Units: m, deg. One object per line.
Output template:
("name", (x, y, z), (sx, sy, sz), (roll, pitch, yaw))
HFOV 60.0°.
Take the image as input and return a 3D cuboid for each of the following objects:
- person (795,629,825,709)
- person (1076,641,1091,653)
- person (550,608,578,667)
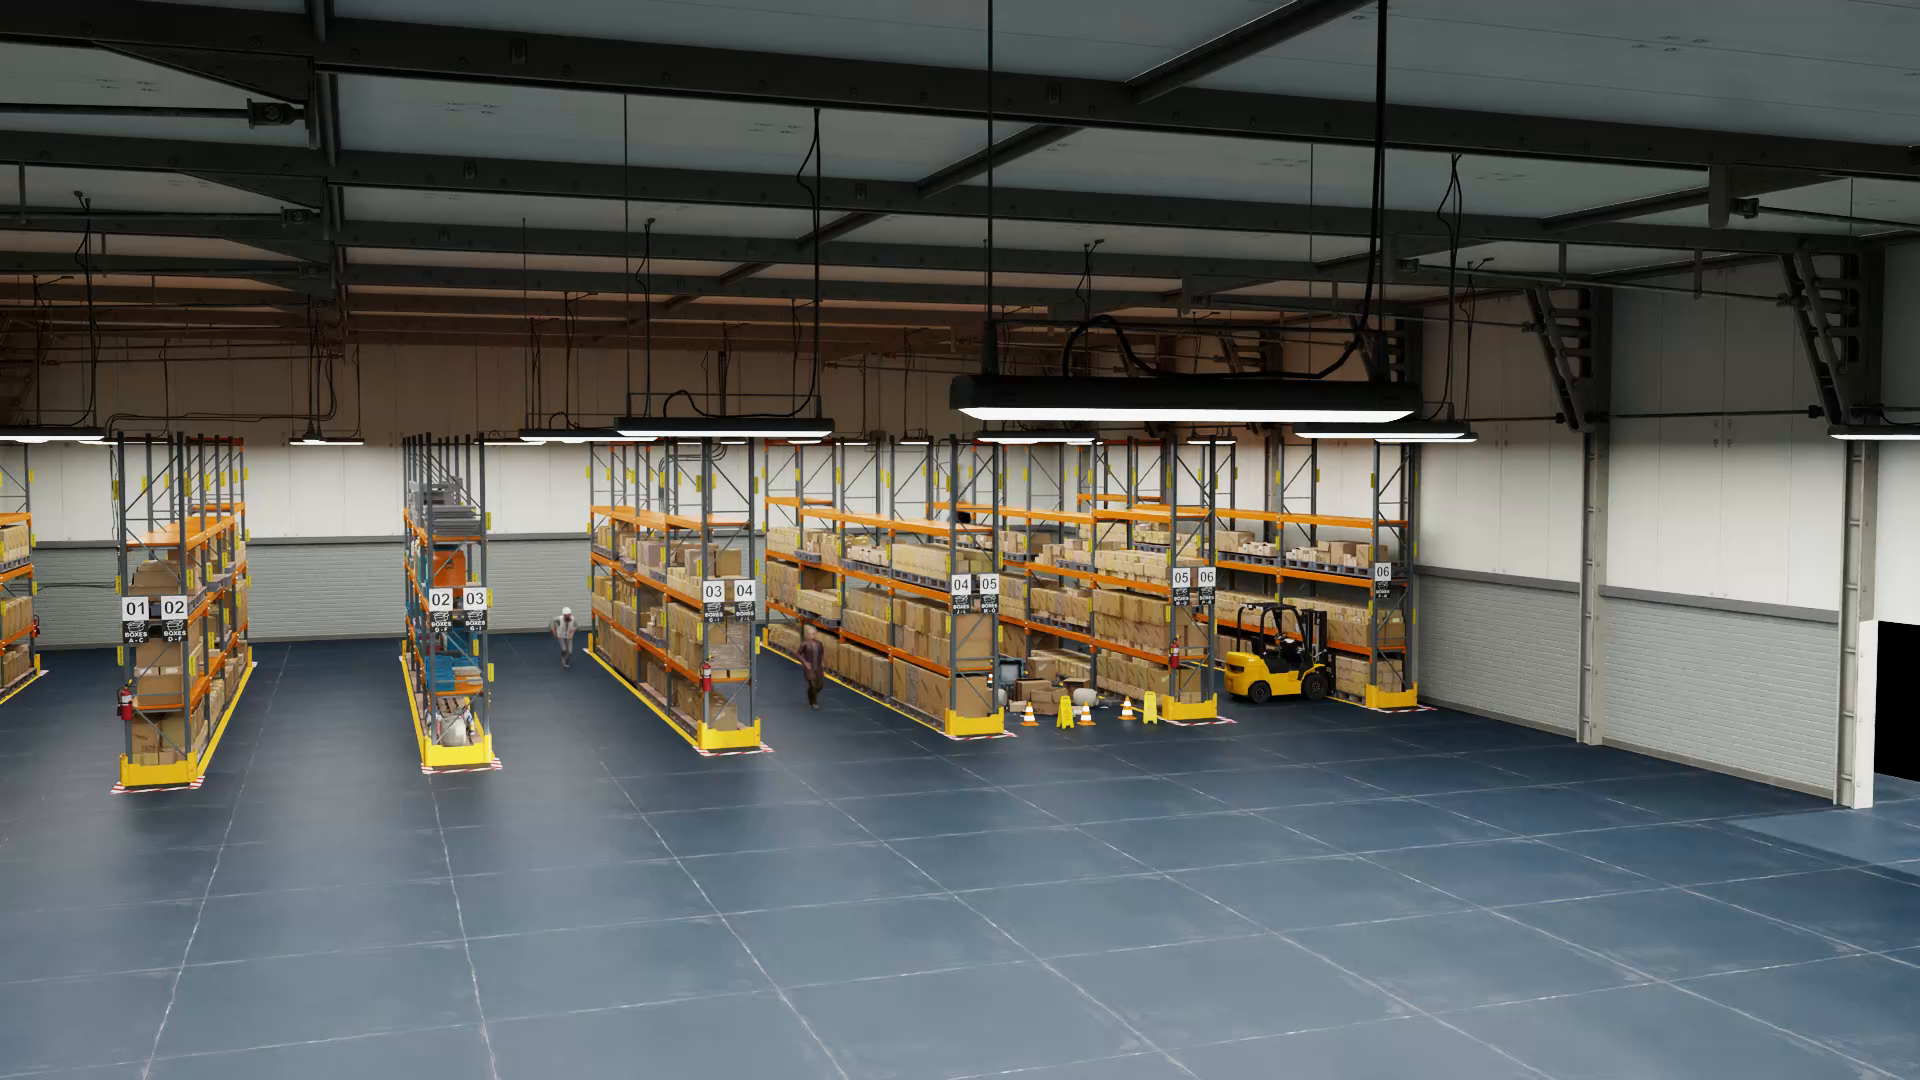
("person", (-3.281, 2.828, 36.531), (0.724, 1.743, 0.622), (-2, 4, -34))
("person", (3.477, 2.311, 46.161), (0.600, 1.769, 0.831), (-1, 3, -25))
("person", (-10.273, 2.530, 43.173), (0.685, 1.601, 0.875), (-1, 3, -20))
